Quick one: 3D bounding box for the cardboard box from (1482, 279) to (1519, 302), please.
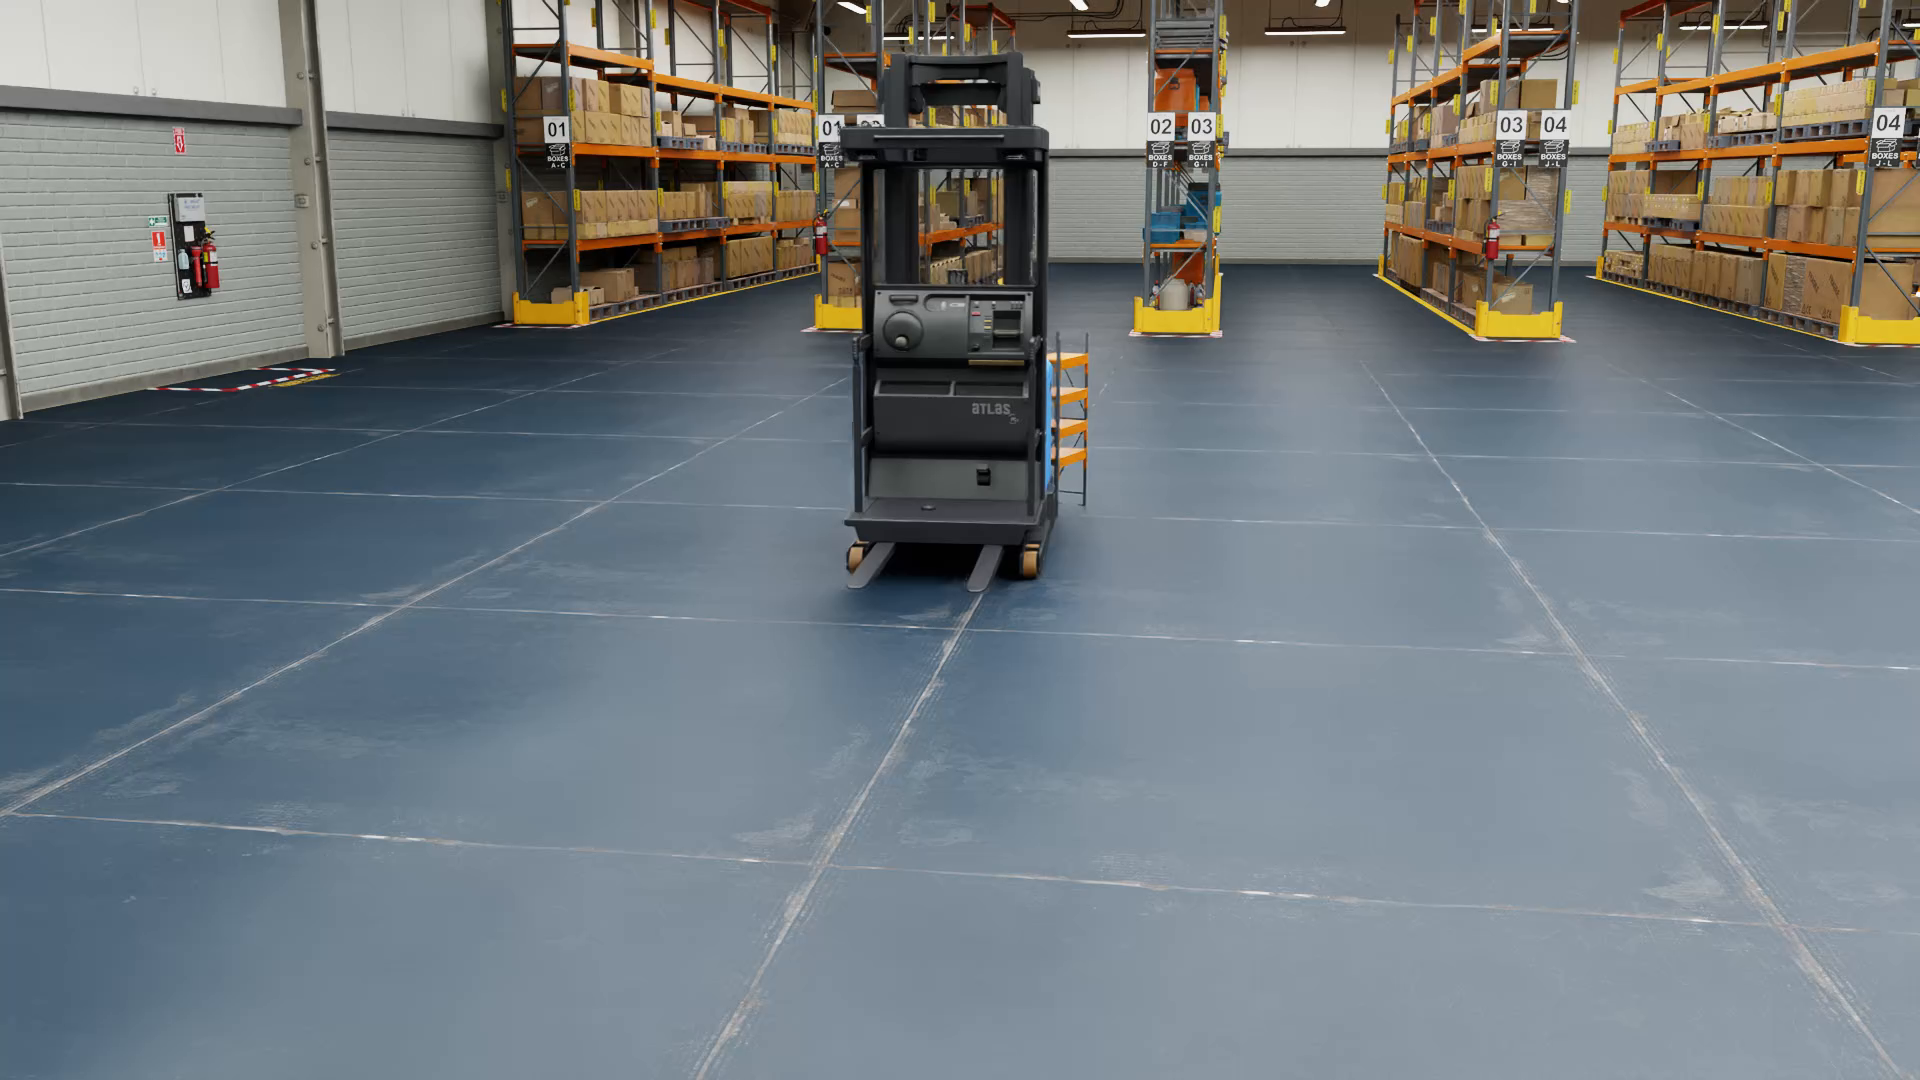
[{"bbox_3d":[8.431,-3.805,25.966,0.500,0.500,0.500,3,13,14],"label":"cardboard box"}]

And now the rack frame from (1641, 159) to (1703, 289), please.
[{"bbox_3d":[14.877,-6.753,34.709,1.000,3.000,0.127,2,12,9],"label":"rack frame"}]

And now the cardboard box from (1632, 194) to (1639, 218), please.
[{"bbox_3d":[14.753,-7.165,35.679,0.500,0.500,0.500,2,12,7],"label":"cardboard box"}]

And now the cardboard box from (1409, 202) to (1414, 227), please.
[{"bbox_3d":[9.520,-6.687,34.166,0.500,0.500,0.500,2,12,7],"label":"cardboard box"}]

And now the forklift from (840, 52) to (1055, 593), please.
[{"bbox_3d":[-0.061,-1.284,9.496,1.130,2.935,3.031,1,12,6],"label":"forklift"}]

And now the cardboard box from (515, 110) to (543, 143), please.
[{"bbox_3d":[-6.724,-6.538,26.308,0.500,0.500,0.500,3,12,13],"label":"cardboard box"}]

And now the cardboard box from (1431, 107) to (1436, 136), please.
[{"bbox_3d":[9.050,-7.772,30.894,0.500,0.500,0.500,2,12,9],"label":"cardboard box"}]

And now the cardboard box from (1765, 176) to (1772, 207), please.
[{"bbox_3d":[13.717,-5.729,27.347,0.700,0.500,0.500,2,12,8],"label":"cardboard box"}]

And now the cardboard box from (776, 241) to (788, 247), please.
[{"bbox_3d":[-4.243,-6.935,38.948,0.380,0.149,0.250,2,12,11],"label":"cardboard box"}]

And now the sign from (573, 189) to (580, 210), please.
[{"bbox_3d":[-6.001,-5.324,26.023,0.100,0.325,0.005,2,12,9],"label":"sign"}]

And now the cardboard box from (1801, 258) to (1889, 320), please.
[{"bbox_3d":[13.203,-3.748,24.813,0.875,0.875,0.875,2,12,8],"label":"cardboard box"}]

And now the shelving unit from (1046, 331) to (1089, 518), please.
[{"bbox_3d":[0.663,-0.795,11.332,0.258,1.200,0.503,6,14,26],"label":"shelving unit"}]

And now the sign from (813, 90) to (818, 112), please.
[{"bbox_3d":[-2.176,-6.640,25.149,0.100,0.325,0.005,2,12,9],"label":"sign"}]

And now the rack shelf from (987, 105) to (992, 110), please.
[{"bbox_3d":[-0.104,-9.226,34.600,1.077,0.370,4.000,2,12,9],"label":"rack shelf"}]

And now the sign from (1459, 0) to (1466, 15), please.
[{"bbox_3d":[8.212,-8.753,27.156,0.100,0.325,0.005,2,12,9],"label":"sign"}]

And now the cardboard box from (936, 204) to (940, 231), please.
[{"bbox_3d":[-0.654,-6.123,31.548,0.500,0.500,0.500,1,12,6],"label":"cardboard box"}]

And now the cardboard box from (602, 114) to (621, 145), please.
[{"bbox_3d":[-5.984,-6.836,27.689,0.500,0.500,0.500,3,12,12],"label":"cardboard box"}]

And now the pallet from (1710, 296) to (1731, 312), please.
[{"bbox_3d":[13.876,-4.143,29.214,1.003,0.211,1.213,2,12,9],"label":"pallet"}]

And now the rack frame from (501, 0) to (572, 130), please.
[{"bbox_3d":[-6.538,-7.851,25.564,1.000,3.000,0.127,2,12,9],"label":"rack frame"}]

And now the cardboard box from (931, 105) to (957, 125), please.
[{"bbox_3d":[-0.339,-8.519,33.171,0.500,0.500,0.500,2,12,9],"label":"cardboard box"}]

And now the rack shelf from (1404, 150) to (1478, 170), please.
[{"bbox_3d":[9.684,-7.633,33.381,1.077,0.370,4.000,2,12,9],"label":"rack shelf"}]

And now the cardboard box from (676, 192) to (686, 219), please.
[{"bbox_3d":[-5.647,-6.374,31.668,0.700,0.500,0.500,4,13,16],"label":"cardboard box"}]

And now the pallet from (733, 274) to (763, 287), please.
[{"bbox_3d":[-4.922,-5.636,36.142,1.003,0.211,1.213,2,12,9],"label":"pallet"}]

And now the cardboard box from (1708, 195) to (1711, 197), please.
[{"bbox_3d":[14.686,-6.602,32.196,0.380,0.149,0.250,2,12,11],"label":"cardboard box"}]

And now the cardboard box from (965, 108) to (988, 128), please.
[{"bbox_3d":[0.240,-9.363,37.089,0.700,0.500,0.500,2,12,9],"label":"cardboard box"}]

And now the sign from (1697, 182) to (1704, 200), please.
[{"bbox_3d":[13.724,-6.463,30.805,0.100,0.325,0.005,2,12,9],"label":"sign"}]

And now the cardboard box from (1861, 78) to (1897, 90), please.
[{"bbox_3d":[12.748,-6.324,23.066,0.380,0.149,0.250,2,12,9],"label":"cardboard box"}]

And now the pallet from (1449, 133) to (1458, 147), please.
[{"bbox_3d":[8.961,-6.769,28.109,1.213,0.211,1.003,2,12,9],"label":"pallet"}]

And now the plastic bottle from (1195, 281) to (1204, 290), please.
[{"bbox_3d":[4.023,-4.167,27.952,0.144,0.351,0.185,1,12,6],"label":"plastic bottle"}]

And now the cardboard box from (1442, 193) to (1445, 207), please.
[{"bbox_3d":[9.332,-6.243,31.107,0.500,0.500,0.500,0,12,2],"label":"cardboard box"}]

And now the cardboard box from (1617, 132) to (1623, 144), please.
[{"bbox_3d":[15.088,-9.032,37.331,0.500,0.250,0.500,2,12,8],"label":"cardboard box"}]

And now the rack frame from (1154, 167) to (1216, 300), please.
[{"bbox_3d":[3.867,-5.430,28.570,1.000,3.000,0.127,2,12,9],"label":"rack frame"}]

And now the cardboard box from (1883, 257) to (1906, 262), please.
[{"bbox_3d":[19.986,-5.694,34.879,0.875,0.438,0.875,2,12,8],"label":"cardboard box"}]

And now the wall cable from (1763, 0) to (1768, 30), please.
[{"bbox_3d":[19.465,-14.555,42.429,2.355,3.000,0.029,2,12,9],"label":"wall cable"}]

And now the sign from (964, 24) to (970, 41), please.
[{"bbox_3d":[0.137,-9.874,32.355,0.100,0.325,0.005,2,12,9],"label":"sign"}]

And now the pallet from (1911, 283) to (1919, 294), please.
[{"bbox_3d":[19.739,-5.088,33.600,1.003,0.211,1.213,2,12,9],"label":"pallet"}]

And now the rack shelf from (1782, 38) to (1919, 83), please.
[{"bbox_3d":[13.339,-7.057,24.536,1.077,0.370,4.000,2,12,9],"label":"rack shelf"}]

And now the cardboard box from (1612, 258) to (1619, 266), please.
[{"bbox_3d":[14.963,-6.283,37.593,0.380,0.149,0.250,2,12,10],"label":"cardboard box"}]

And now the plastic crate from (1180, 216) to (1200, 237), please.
[{"bbox_3d":[3.661,-5.295,28.090,0.767,0.338,0.504,2,12,9],"label":"plastic crate"}]

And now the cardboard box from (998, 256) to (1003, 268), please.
[{"bbox_3d":[0.802,-6.642,39.677,0.500,0.250,0.500,2,12,9],"label":"cardboard box"}]

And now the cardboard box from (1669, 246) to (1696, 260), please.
[{"bbox_3d":[14.268,-5.632,32.664,0.500,0.250,0.500,2,12,10],"label":"cardboard box"}]

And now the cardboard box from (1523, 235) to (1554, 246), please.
[{"bbox_3d":[8.425,-4.366,24.228,0.380,0.149,0.250,2,12,9],"label":"cardboard box"}]

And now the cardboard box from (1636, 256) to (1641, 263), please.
[{"bbox_3d":[14.674,-5.993,35.538,0.380,0.149,0.250,2,12,9],"label":"cardboard box"}]

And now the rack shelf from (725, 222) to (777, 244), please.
[{"bbox_3d":[-5.000,-6.648,35.931,1.077,0.370,4.000,2,12,9],"label":"rack shelf"}]

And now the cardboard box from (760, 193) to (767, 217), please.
[{"bbox_3d":[-4.583,-7.410,36.765,0.500,0.500,0.500,2,12,9],"label":"cardboard box"}]

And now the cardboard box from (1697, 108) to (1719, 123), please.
[{"bbox_3d":[14.131,-8.010,31.366,0.396,0.266,0.258,2,12,9],"label":"cardboard box"}]

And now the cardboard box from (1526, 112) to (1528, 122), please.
[{"bbox_3d":[8.036,-6.143,24.168,0.380,0.149,0.250,1,12,7],"label":"cardboard box"}]

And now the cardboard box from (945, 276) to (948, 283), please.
[{"bbox_3d":[-0.484,-4.849,31.402,0.500,0.250,0.500,2,12,10],"label":"cardboard box"}]

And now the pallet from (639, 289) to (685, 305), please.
[{"bbox_3d":[-5.804,-4.550,31.105,1.003,0.211,1.213,2,12,9],"label":"pallet"}]

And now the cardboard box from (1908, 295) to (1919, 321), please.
[{"bbox_3d":[14.421,-3.511,25.591,0.500,0.500,0.500,4,13,18],"label":"cardboard box"}]

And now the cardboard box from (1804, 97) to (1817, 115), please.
[{"bbox_3d":[13.141,-6.578,25.190,0.500,0.250,0.500,2,12,8],"label":"cardboard box"}]

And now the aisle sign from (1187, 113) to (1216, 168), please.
[{"bbox_3d":[3.530,-5.844,24.319,0.394,0.787,0.004,2,12,9],"label":"aisle sign"}]

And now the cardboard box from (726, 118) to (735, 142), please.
[{"bbox_3d":[-5.162,-8.644,35.079,0.700,0.500,0.500,3,12,12],"label":"cardboard box"}]
